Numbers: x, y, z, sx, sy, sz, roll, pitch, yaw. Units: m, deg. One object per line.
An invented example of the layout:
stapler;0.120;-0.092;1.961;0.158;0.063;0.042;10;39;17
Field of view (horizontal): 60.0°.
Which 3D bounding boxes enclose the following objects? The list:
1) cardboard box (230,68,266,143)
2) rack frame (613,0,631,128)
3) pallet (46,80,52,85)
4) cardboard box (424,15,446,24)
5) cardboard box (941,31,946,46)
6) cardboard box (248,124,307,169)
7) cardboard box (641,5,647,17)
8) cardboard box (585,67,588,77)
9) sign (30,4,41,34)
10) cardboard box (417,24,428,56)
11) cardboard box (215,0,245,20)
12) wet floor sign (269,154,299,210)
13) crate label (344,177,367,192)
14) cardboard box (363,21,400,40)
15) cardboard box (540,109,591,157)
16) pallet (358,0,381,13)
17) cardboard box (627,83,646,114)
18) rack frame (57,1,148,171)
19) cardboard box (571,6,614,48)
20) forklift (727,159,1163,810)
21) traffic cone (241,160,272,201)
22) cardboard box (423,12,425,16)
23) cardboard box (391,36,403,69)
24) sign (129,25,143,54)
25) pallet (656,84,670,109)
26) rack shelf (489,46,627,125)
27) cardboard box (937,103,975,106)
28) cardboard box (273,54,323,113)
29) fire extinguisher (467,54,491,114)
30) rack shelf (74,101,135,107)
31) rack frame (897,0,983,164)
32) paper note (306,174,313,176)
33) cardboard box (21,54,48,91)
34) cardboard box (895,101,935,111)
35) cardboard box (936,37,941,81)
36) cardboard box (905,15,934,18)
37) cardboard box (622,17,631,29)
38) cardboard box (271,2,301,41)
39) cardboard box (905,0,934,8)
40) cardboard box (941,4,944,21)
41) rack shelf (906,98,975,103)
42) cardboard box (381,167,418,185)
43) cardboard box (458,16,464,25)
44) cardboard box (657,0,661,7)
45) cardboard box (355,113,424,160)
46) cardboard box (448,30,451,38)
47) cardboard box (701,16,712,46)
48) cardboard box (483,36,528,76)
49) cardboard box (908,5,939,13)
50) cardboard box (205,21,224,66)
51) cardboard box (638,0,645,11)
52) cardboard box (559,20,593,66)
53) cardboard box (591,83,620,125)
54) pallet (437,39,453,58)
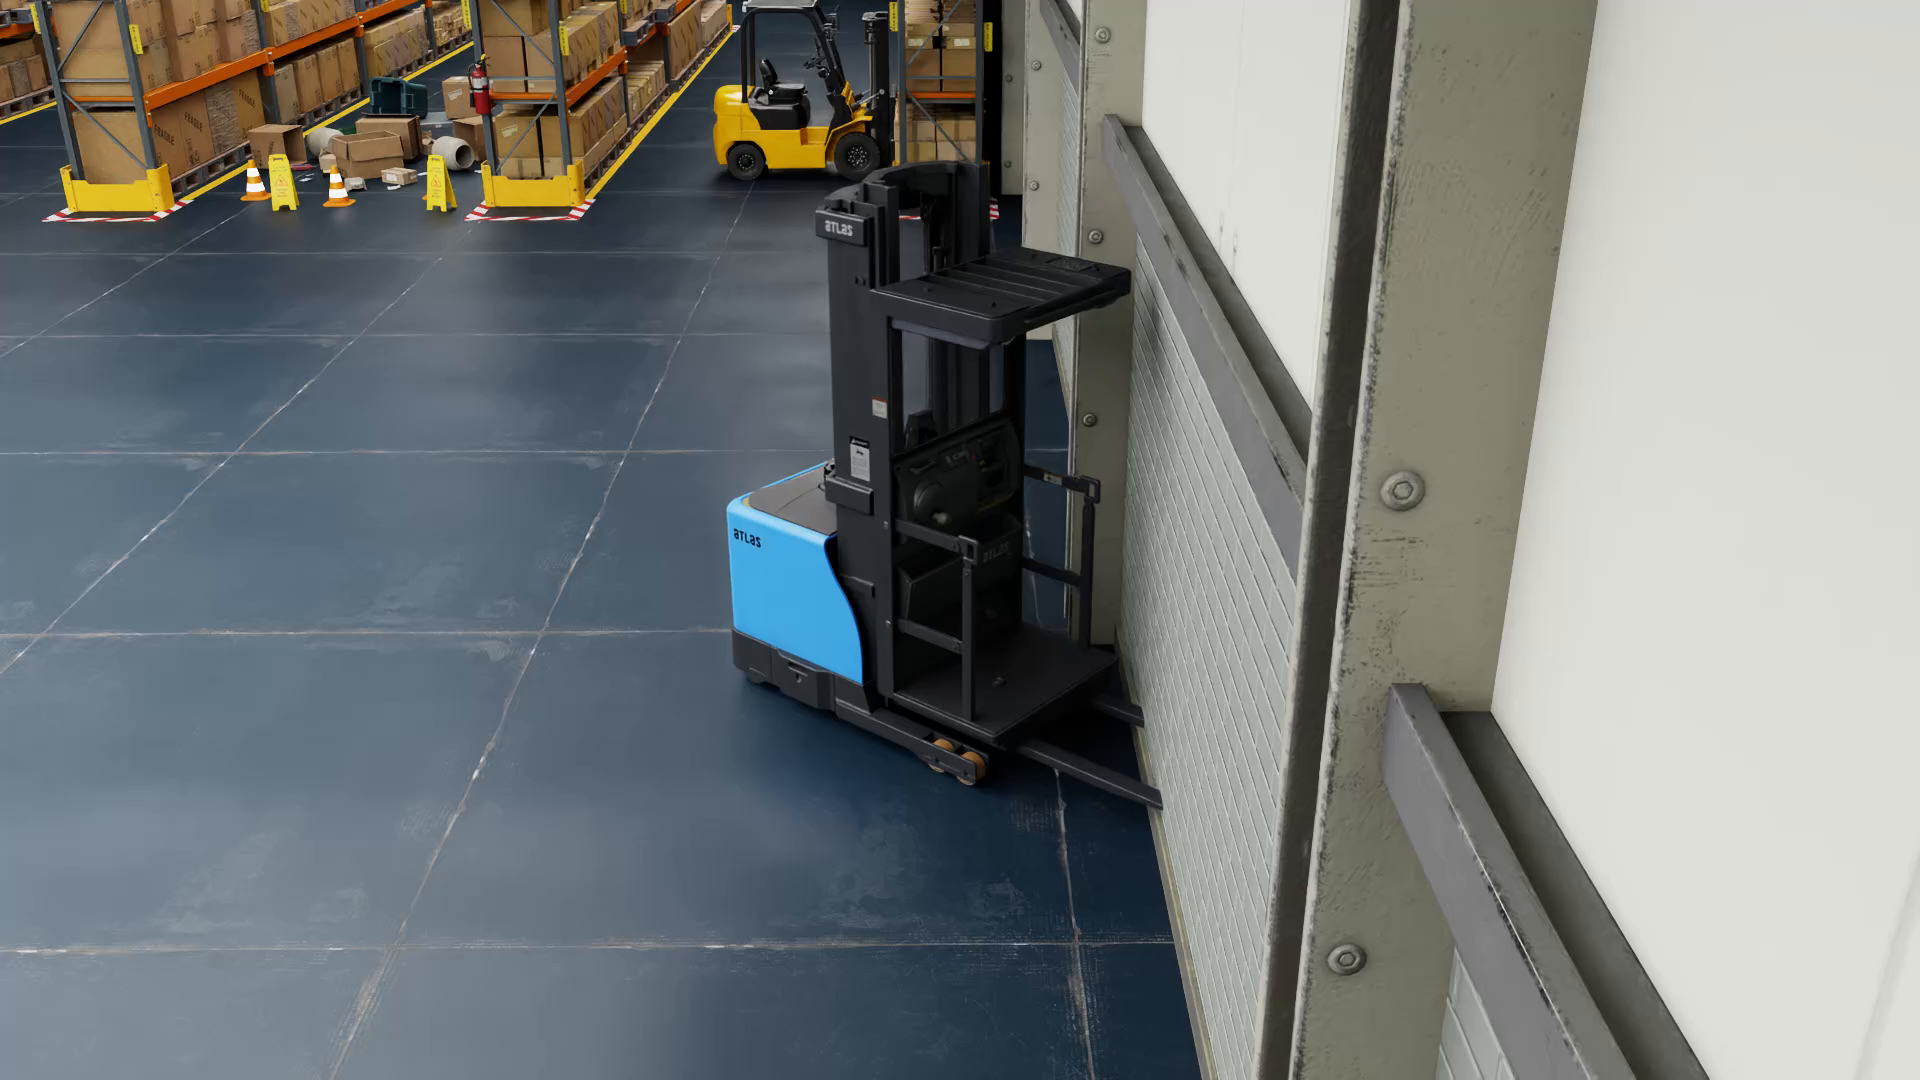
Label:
cardboard box;-10.248;-6.006;22.958;0.875;0.875;0.875;0;24;0
rack frame;-5.236;-7.106;23.321;1.000;3.000;0.127;0;24;-1
pallet;-15.122;-7.764;28.161;1.003;0.211;1.213;0;24;-1
cardboard box;-10.090;-9.970;31.882;0.380;0.149;0.250;-1;24;-2
cardboard box;-0.040;-6.065;20.111;0.380;0.149;0.250;0;24;-1
cardboard box;-9.142;-5.269;22.291;0.500;0.500;0.500;4;25;9
cardboard box;-4.913;-7.949;24.981;0.380;0.149;0.250;1;24;1
cardboard box;-4.921;-5.909;20.980;0.380;0.149;0.250;0;24;1
sign;-10.684;-6.032;19.256;0.100;0.325;0.005;0;24;-1
cardboard box;-10.012;-9.087;30.226;0.500;0.500;0.500;-1;24;-2
cardboard box;-10.093;-7.224;22.090;0.875;0.550;0.550;0;24;-1
wet floor sign;-8.161;-4.318;20.014;0.267;0.644;0.232;-4;25;-10
crate label;-7.664;-4.503;21.041;0.250;0.136;0.298;-14;28;-28
cardboard box;-9.992;-8.782;28.642;0.500;0.250;0.500;0;24;0
cardboard box;-4.926;-5.081;20.762;0.500;0.500;0.500;-1;24;-2
pallet;-10.343;-8.896;27.512;1.213;0.211;1.003;0;24;-1
cardboard box;-5.256;-6.612;24.909;0.950;0.372;0.625;1;24;3
rack frame;-10.144;-5.394;19.536;0.949;2.616;0.053;0;24;-1
cardboard box;-4.970;-6.893;22.368;0.500;0.500;0.500;1;24;1
forklift;-11.711;-7.628;24.559;43.953;2.935;13.090;19;31;36
traffic cone;-8.727;-4.463;20.557;0.336;0.463;0.334;0;24;-1
cardboard box;-10.624;-10.184;32.356;0.380;0.149;0.250;-1;24;-2
cardboard box;-10.000;-8.454;28.826;0.500;0.500;0.500;-1;24;-2
sign;-9.586;-5.824;19.341;0.100;0.325;0.005;0;24;-1
pallet;-5.273;-7.162;26.828;1.003;0.211;1.213;0;24;-1
rack shelf;-5.214;-5.954;21.647;1.077;0.370;4.000;0;24;-1
cardboard box;-0.049;-5.486;21.355;0.500;0.250;0.500;0;24;-1
cardboard box;-10.288;-6.861;25.001;1.050;0.750;0.750;0;24;-1
fire extinguisher;-5.652;-5.373;19.584;0.296;0.674;0.183;0;24;-1
rack shelf;-10.163;-5.955;21.477;0.831;0.071;3.687;0;24;-1
rack frame;-0.229;-5.481;19.730;1.000;3.000;0.127;0;24;-1
paper note;-8.541;-4.798;21.845;0.032;0.001;0.123;13;27;27
cardboard box;-15.162;-7.495;26.681;0.700;0.500;0.500;-2;24;-3
cardboard box;-0.573;-5.482;21.345;0.500;0.250;0.500;0;24;0
cardboard box;-0.493;-5.942;20.628;0.500;0.500;0.500;0;24;1
cardboard box;-0.507;-6.314;20.301;0.380;0.149;0.250;0;24;1
cardboard box;-4.926;-7.412;23.793;0.380;0.149;0.250;0;24;0
cardboard box;-9.928;-7.513;24.101;0.500;0.500;0.500;0;24;0
cardboard box;-0.531;-7.048;21.924;0.380;0.149;0.250;-1;24;-1
cardboard box;-0.022;-7.499;23.767;0.500;0.250;0.500;-1;24;-1
rack shelf;-0.251;-6.043;21.671;0.831;0.071;3.687;0;24;-1
cardboard box;-7.227;-4.689;21.438;0.380;0.149;0.250;13;27;27
cardboard box;-10.014;-10.265;32.896;0.380;0.149;0.250;1;24;2
cardboard box;-4.918;-8.483;26.162;0.380;0.149;0.250;0;24;-1
cardboard box;-7.762;-5.480;22.591;0.797;0.637;0.503;0;24;-1
cardboard box;-10.103;-9.809;32.249;0.380;0.149;0.250;-1;24;-3
cardboard box;-5.223;-9.686;31.625;0.875;0.438;0.875;-1;24;-1
cardboard box;-5.474;-5.861;20.087;0.500;0.500;0.500;-1;24;-1
cardboard box;-0.466;-6.737;21.236;0.380;0.149;0.250;0;24;0
cardboard box;-10.252;-6.509;21.819;0.875;0.550;0.550;0;24;-1
cardboard box;-4.952;-8.083;24.490;0.500;0.500;0.500;0;24;-1
cardboard box;-4.936;-6.259;20.966;0.500;0.500;0.500;-1;24;-2
cardboard box;-4.954;-5.934;22.647;0.500;0.500;0.500;0;24;0
pallet;-10.315;-9.345;31.655;1.003;0.211;1.213;0;24;-1
